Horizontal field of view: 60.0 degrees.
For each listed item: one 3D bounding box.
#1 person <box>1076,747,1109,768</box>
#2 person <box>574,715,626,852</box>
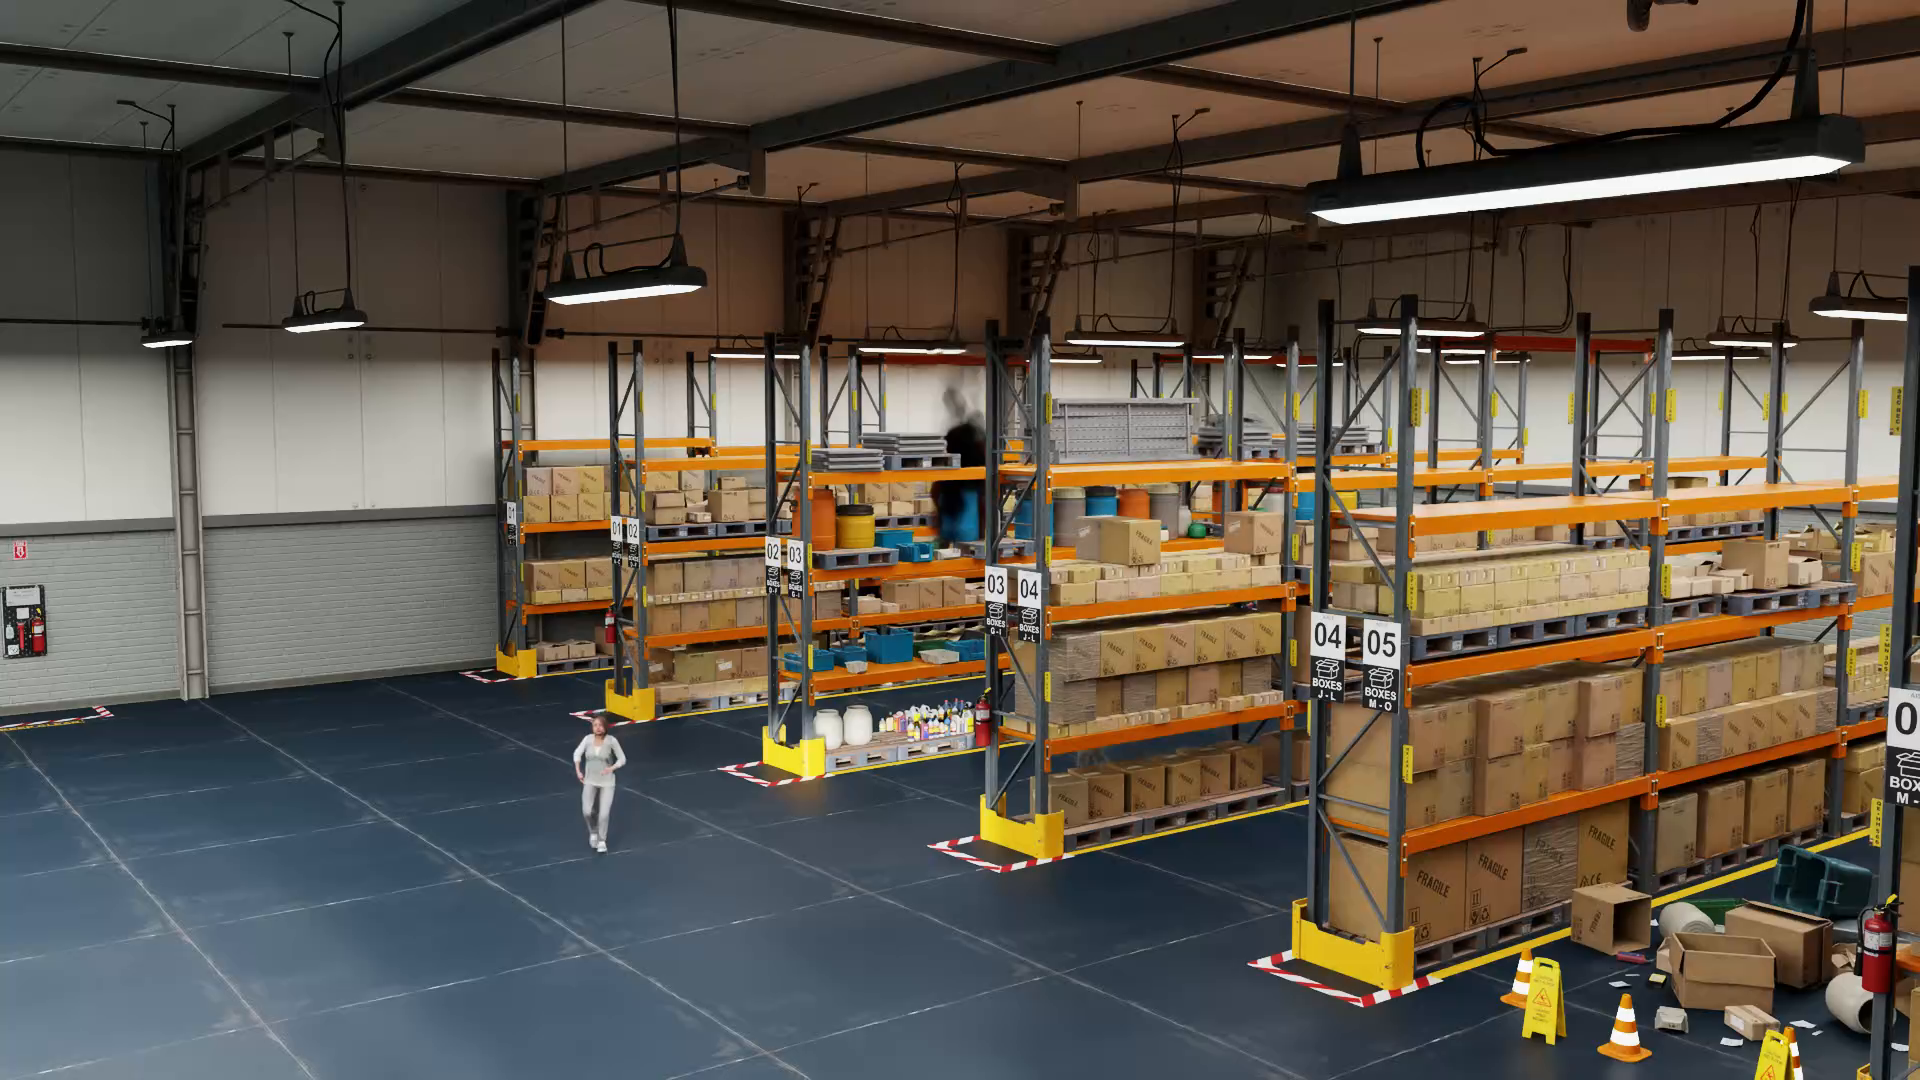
[{"bbox_3d":[1.691,2.344,21.968,0.889,1.805,0.610,-4,6,-38],"label":"person"},{"bbox_3d":[-4.044,2.743,18.613,0.604,1.556,0.502,0,5,-3],"label":"person"}]
